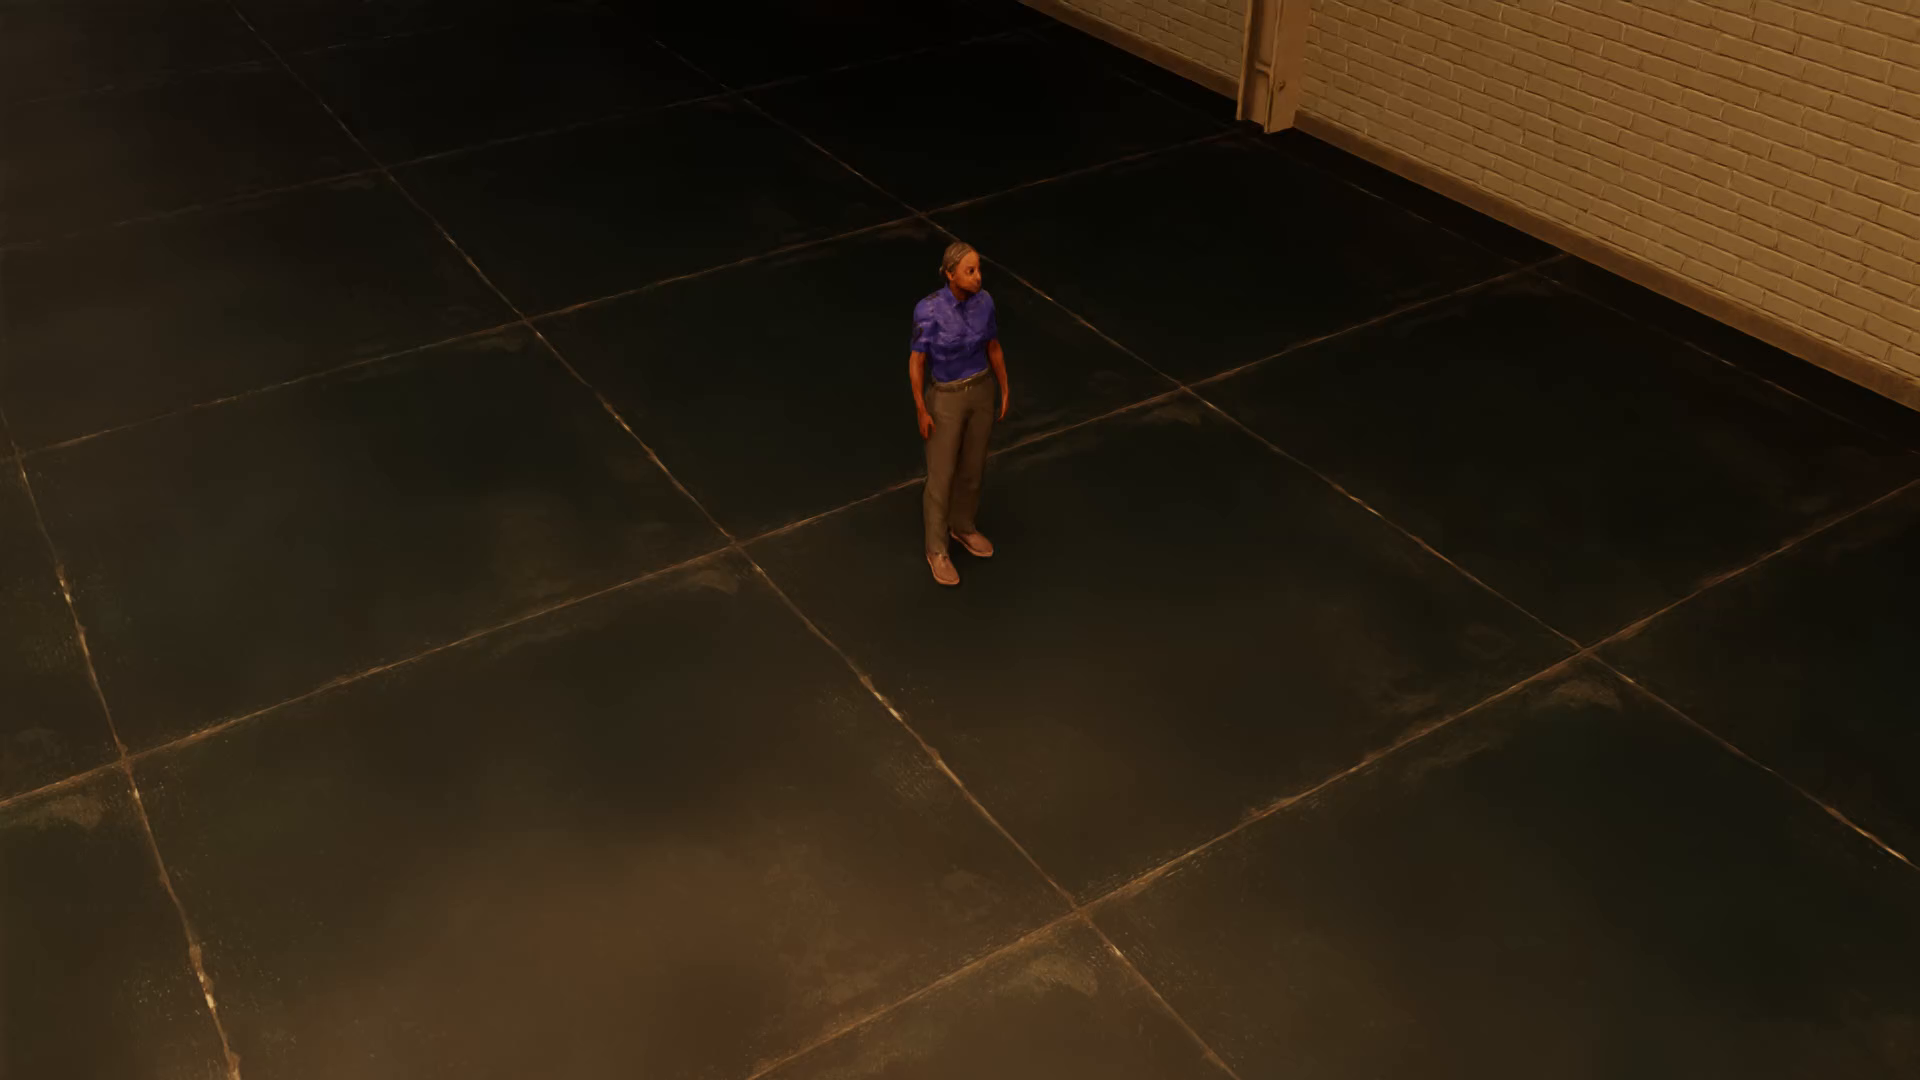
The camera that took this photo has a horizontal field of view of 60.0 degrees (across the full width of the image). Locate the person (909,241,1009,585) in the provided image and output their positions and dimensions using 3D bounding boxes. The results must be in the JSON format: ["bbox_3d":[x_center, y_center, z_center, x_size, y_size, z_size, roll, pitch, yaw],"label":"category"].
[{"bbox_3d":[0.031,-0.634,8.148,0.570,1.654,0.503,-21,40,-27],"label":"person"}]
